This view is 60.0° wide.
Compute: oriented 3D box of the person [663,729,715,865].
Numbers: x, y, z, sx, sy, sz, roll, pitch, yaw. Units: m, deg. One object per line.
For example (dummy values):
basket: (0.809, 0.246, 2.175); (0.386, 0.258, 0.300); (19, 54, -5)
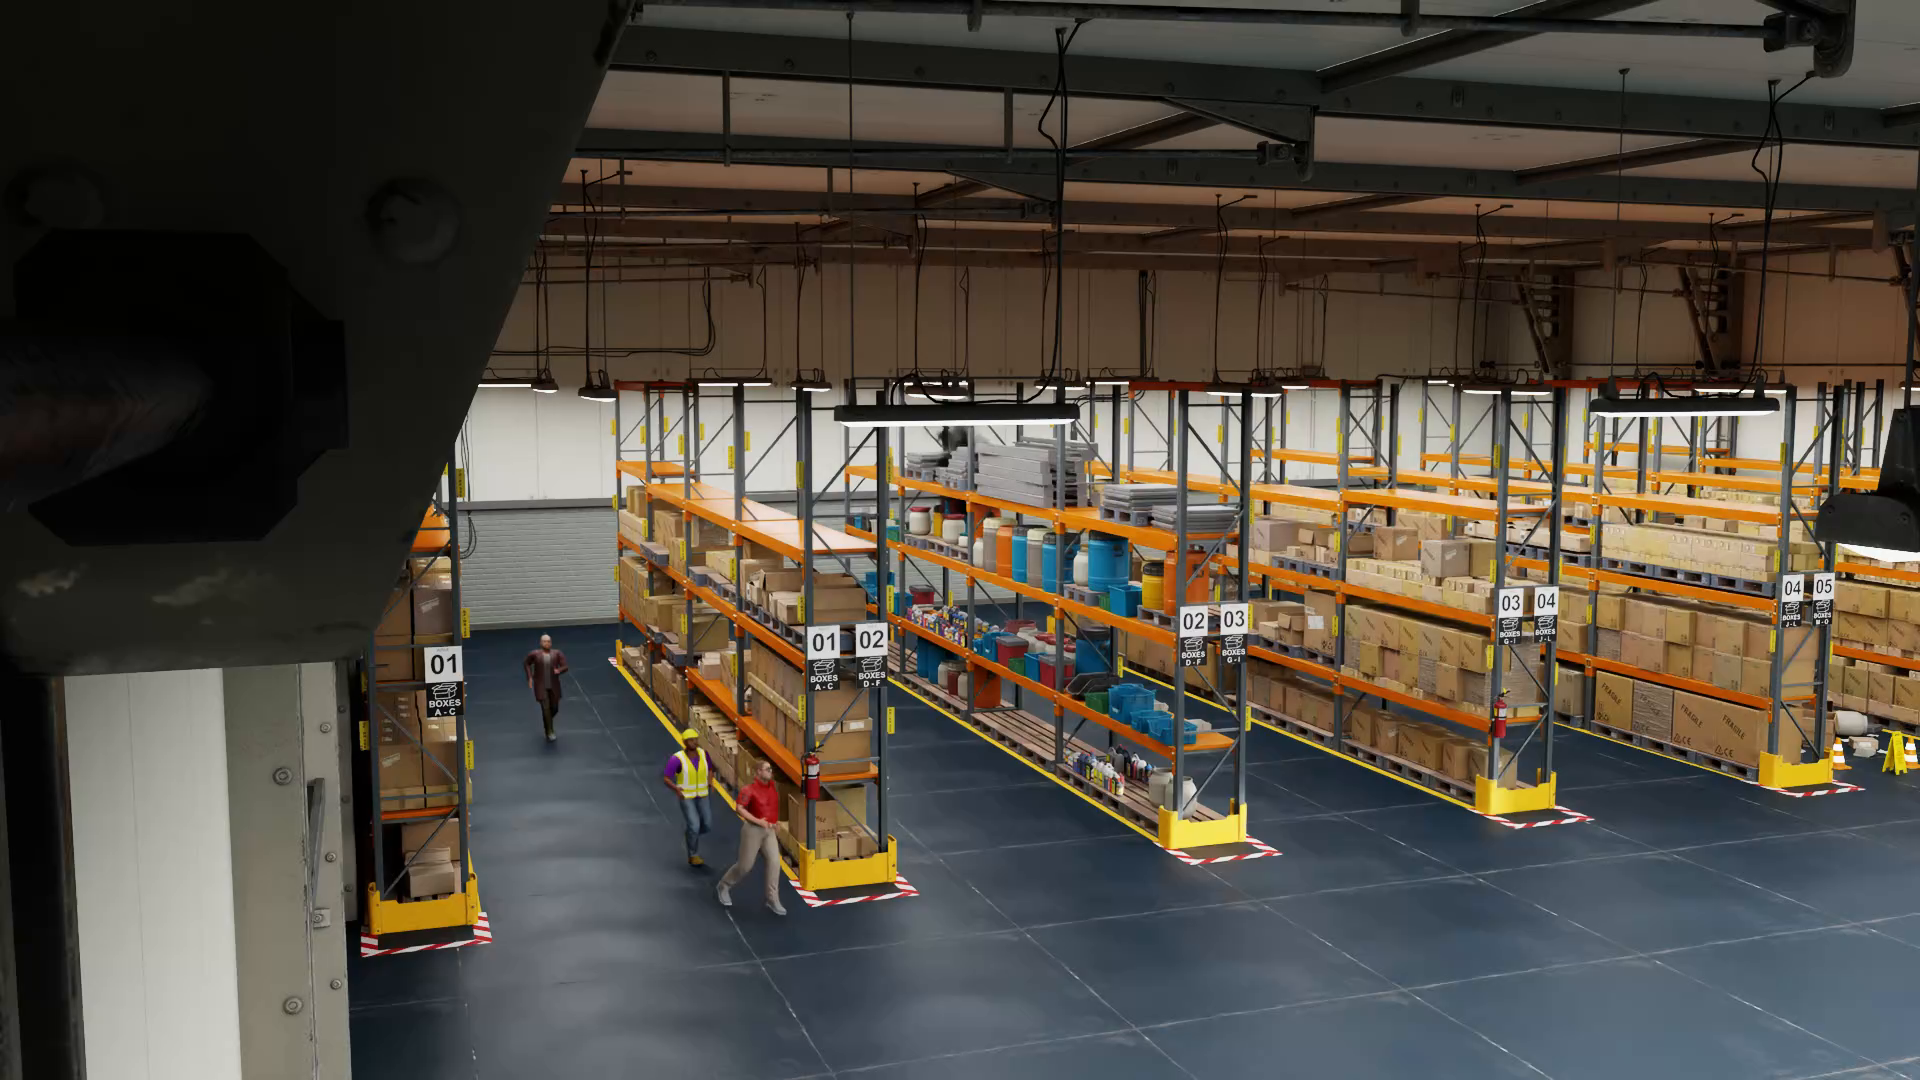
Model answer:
person: (-3.419, 3.244, 21.133); (0.697, 1.717, 0.609); (-4, 7, -35)

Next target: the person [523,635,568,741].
person: (-6.994, 2.469, 28.138); (0.709, 1.756, 0.955); (-3, 7, -23)

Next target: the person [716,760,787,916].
person: (-2.319, 3.431, 19.386); (0.965, 1.716, 0.719); (5, 8, 37)
